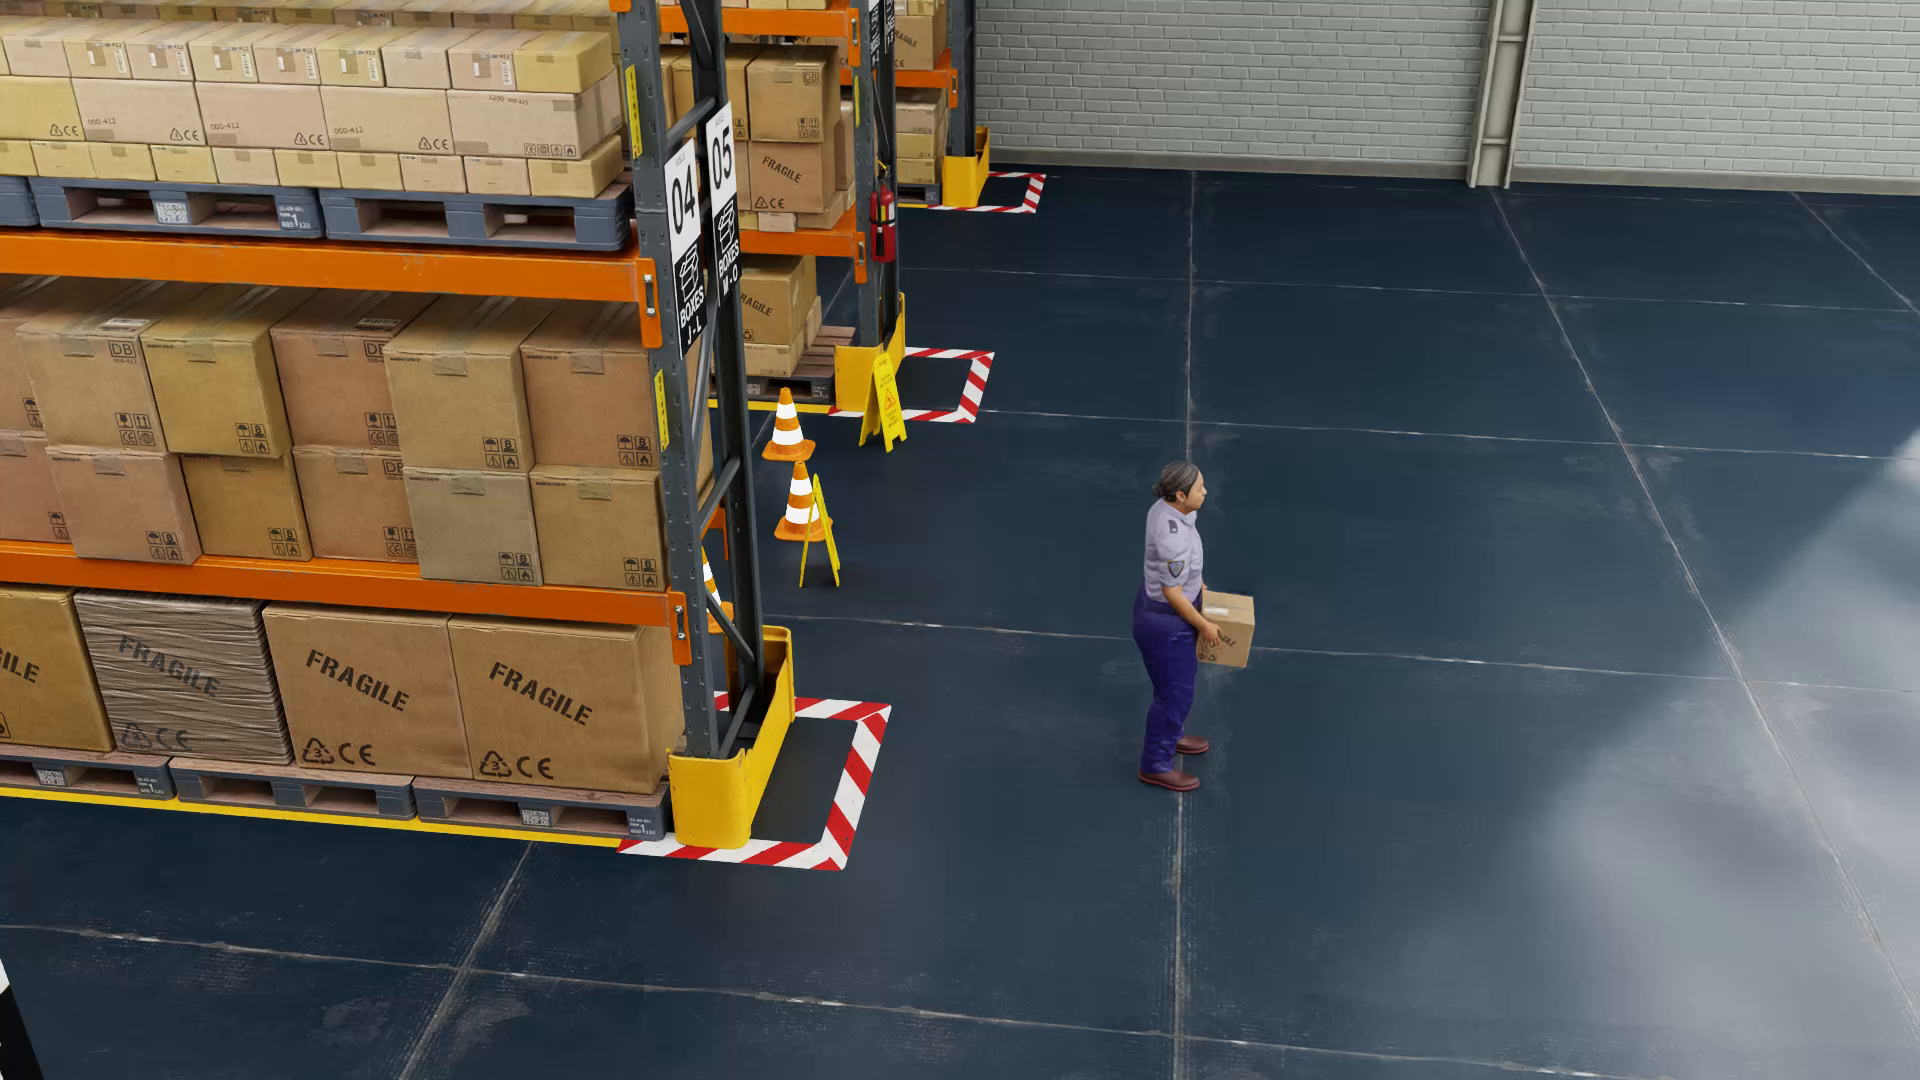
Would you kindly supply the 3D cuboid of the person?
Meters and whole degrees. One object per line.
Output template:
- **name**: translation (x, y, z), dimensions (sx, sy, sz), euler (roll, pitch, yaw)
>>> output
- **person**: translation (1.037, 0.381, 7.928), dimensions (0.423, 1.656, 0.503), euler (3, 29, 5)
